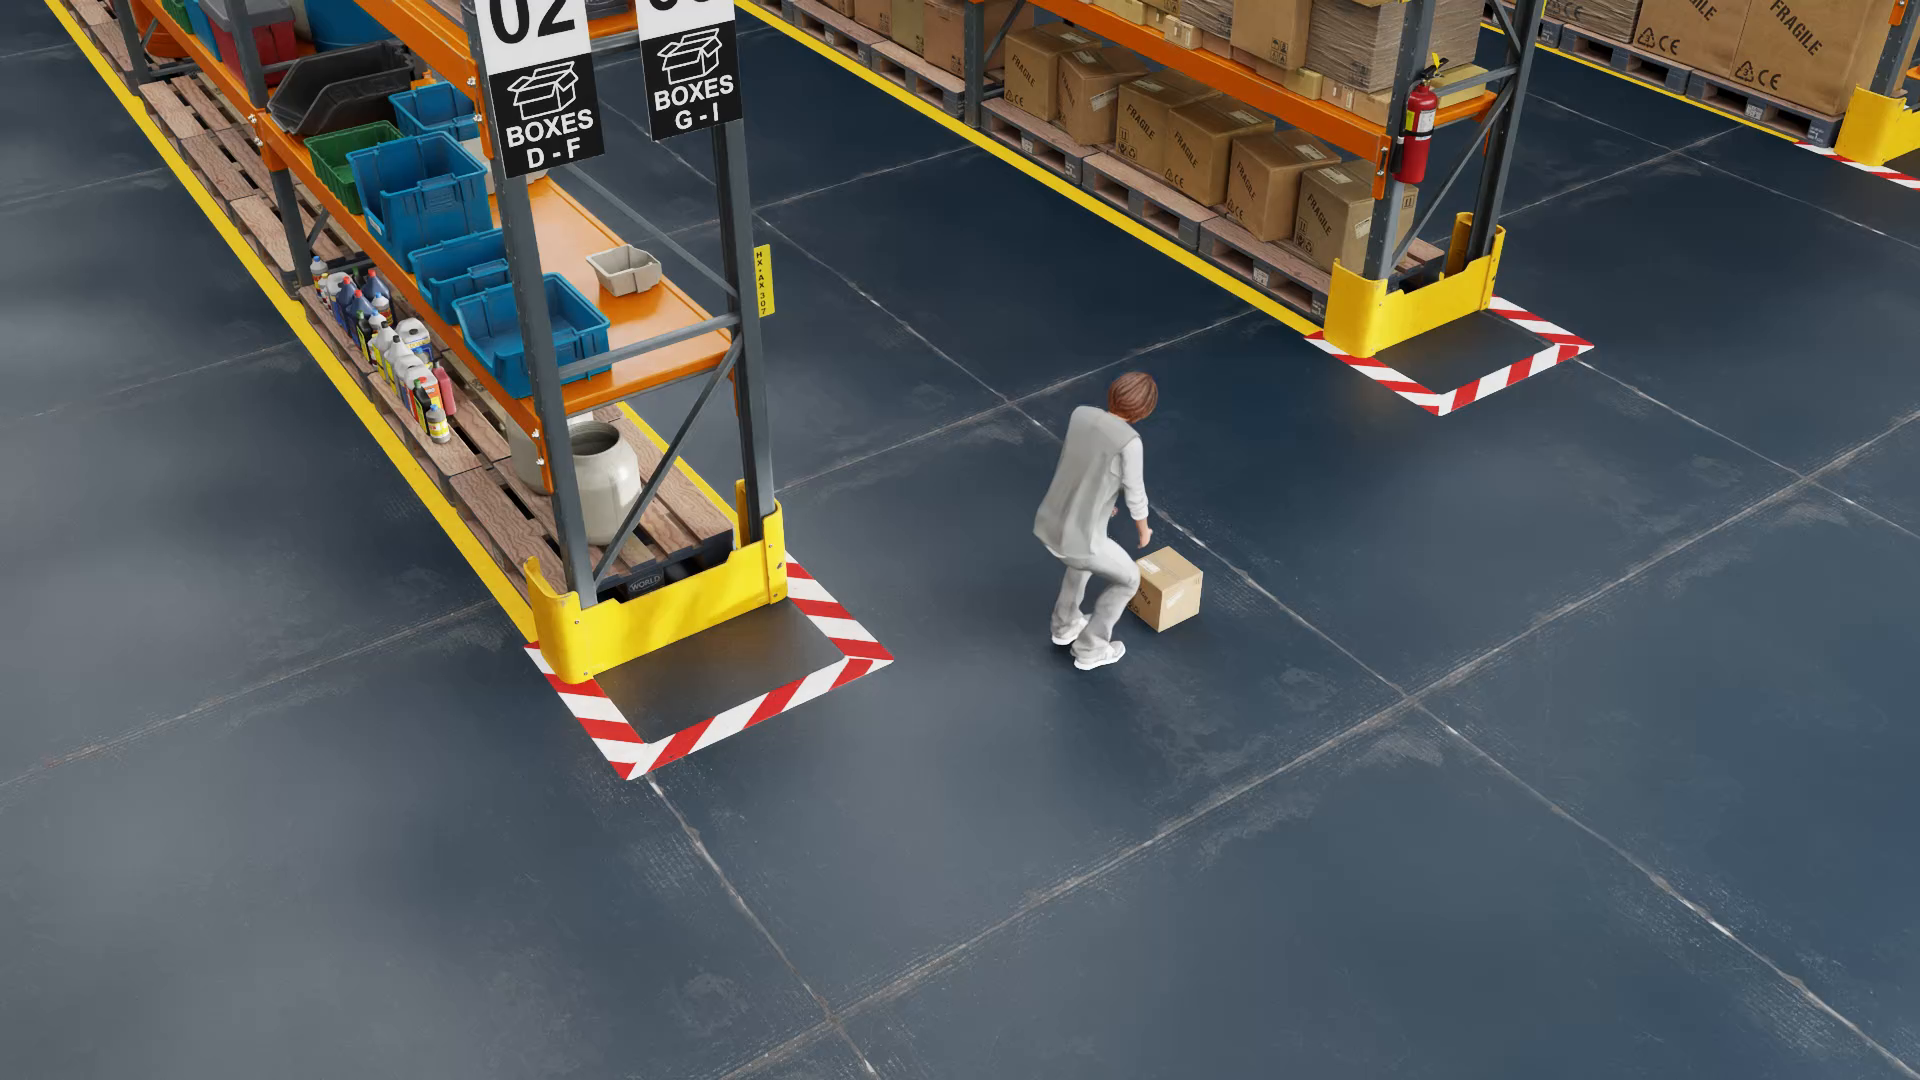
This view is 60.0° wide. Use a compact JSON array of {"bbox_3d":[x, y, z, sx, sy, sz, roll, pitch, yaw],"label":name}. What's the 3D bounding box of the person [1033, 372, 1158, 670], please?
[{"bbox_3d":[0.584,-0.072,7.308,0.602,1.361,0.460,-23,42,-27],"label":"person"}]
